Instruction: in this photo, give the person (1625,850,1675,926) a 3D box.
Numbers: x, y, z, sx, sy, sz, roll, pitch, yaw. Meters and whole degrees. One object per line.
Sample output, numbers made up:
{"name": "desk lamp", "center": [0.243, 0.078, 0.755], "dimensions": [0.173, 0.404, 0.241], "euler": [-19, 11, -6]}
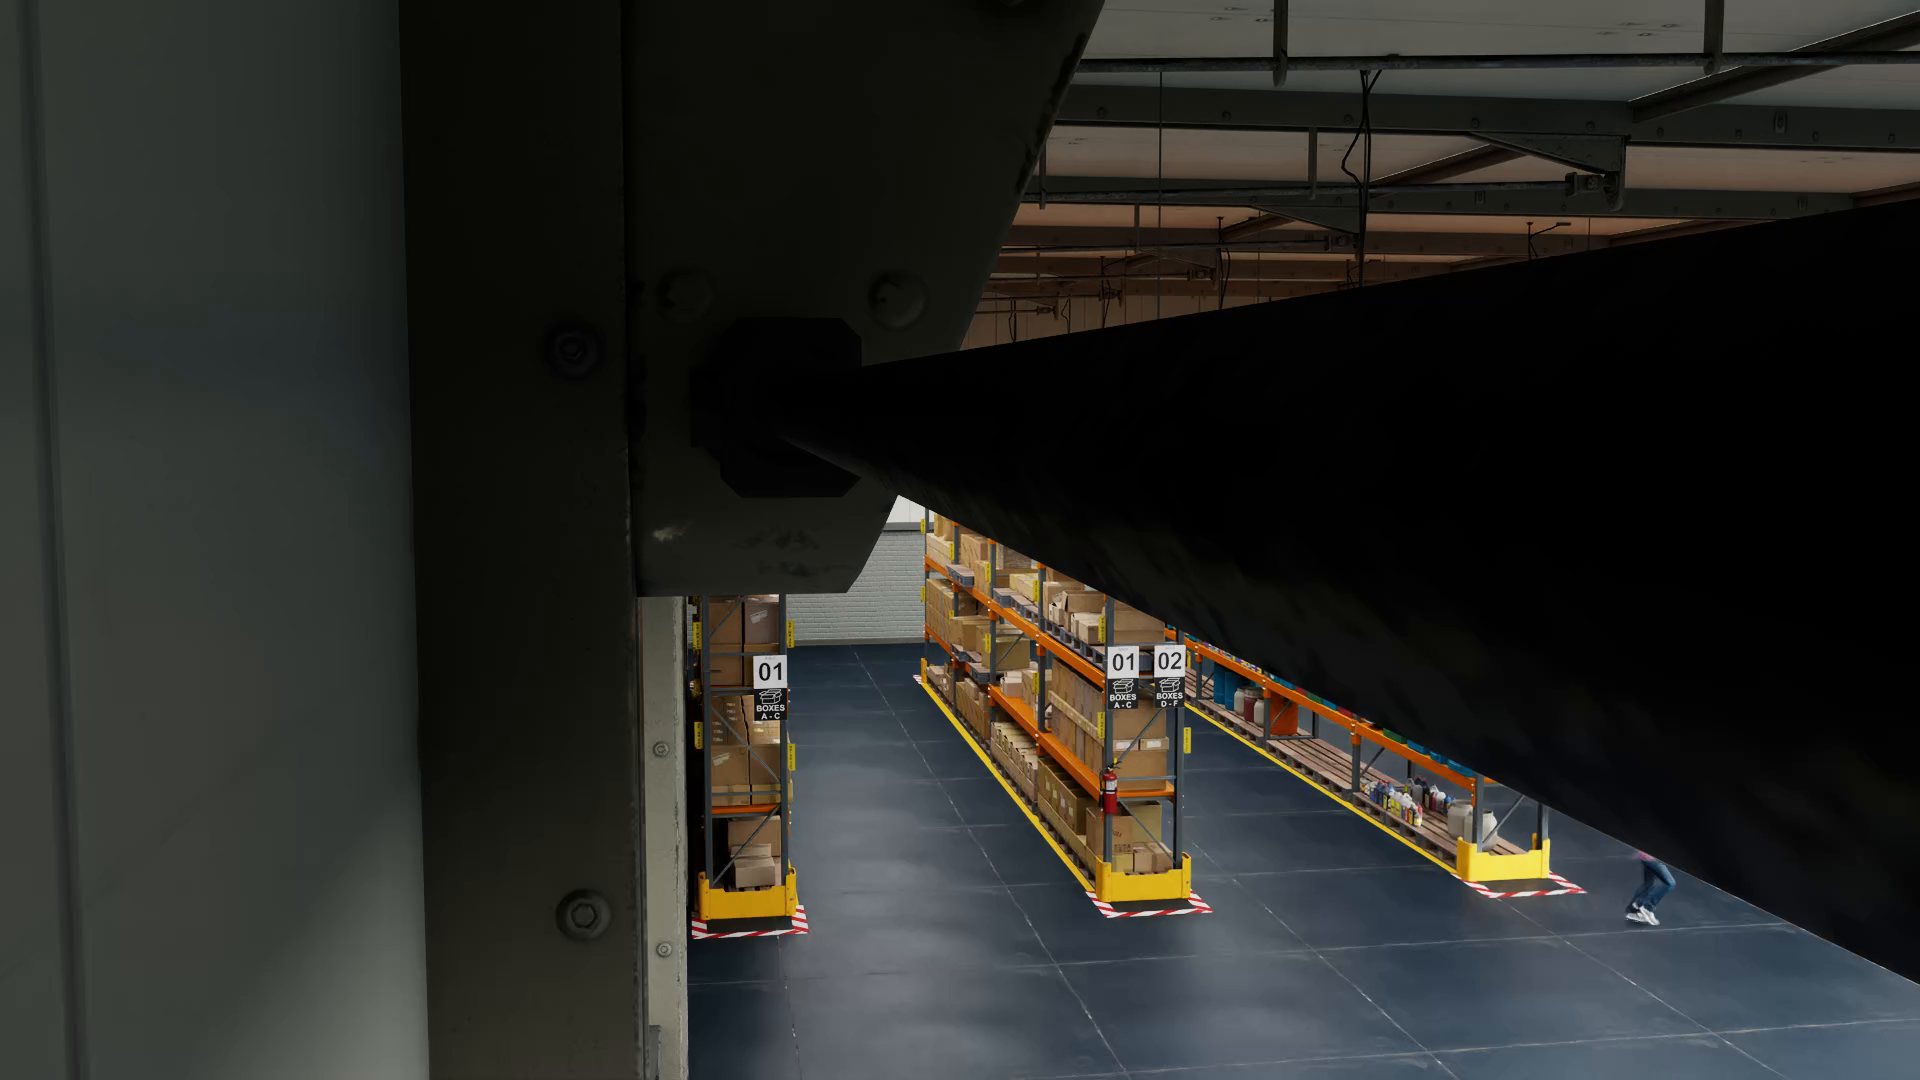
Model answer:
{"name": "person", "center": [8.268, 3.799, 19.774], "dimensions": [0.632, 1.574, 0.542], "euler": [3, 6, 28]}
